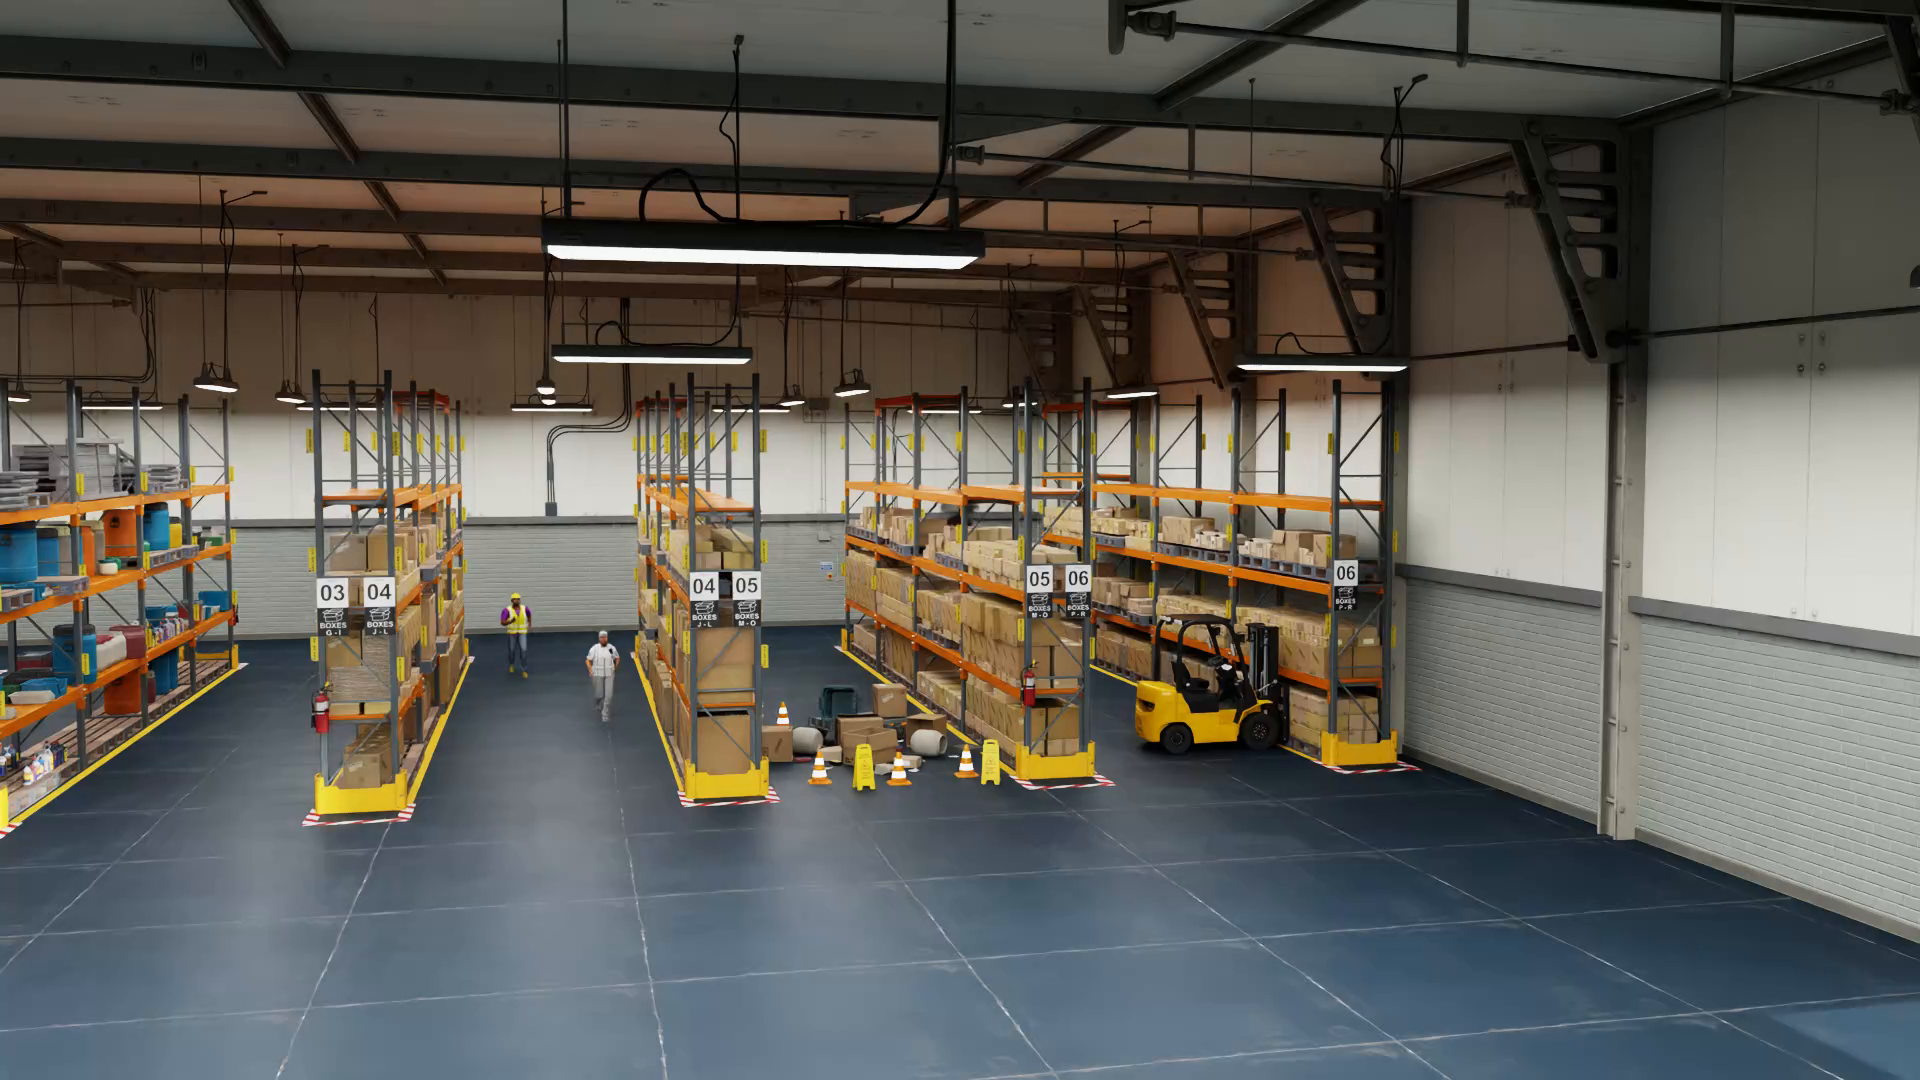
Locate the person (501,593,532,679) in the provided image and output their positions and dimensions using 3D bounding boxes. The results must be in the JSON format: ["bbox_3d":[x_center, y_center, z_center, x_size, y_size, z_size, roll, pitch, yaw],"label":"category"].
[{"bbox_3d":[-9.542,2.044,35.803,0.692,1.814,0.864,-1,4,-23],"label":"person"}]

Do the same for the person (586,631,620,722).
[{"bbox_3d":[-6.476,2.461,30.222,0.614,1.631,0.575,-1,3,-19],"label":"person"}]
